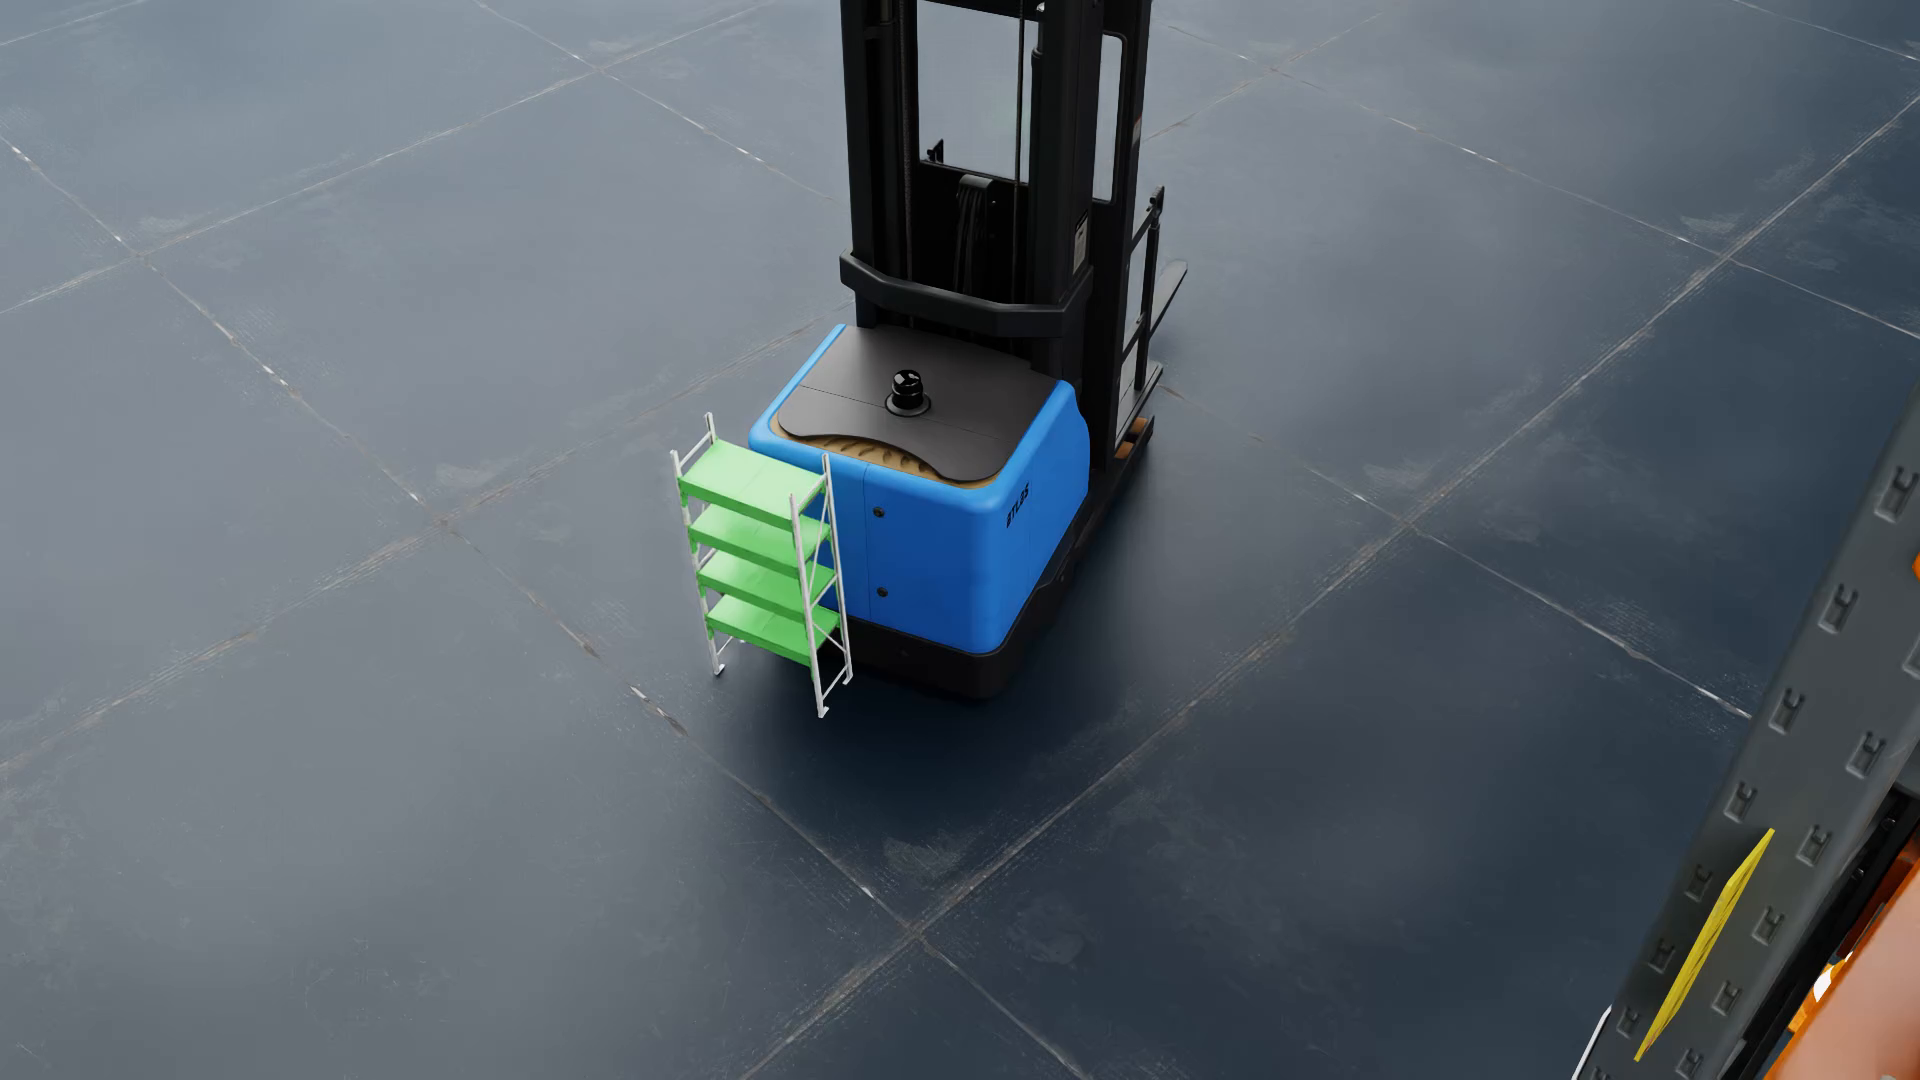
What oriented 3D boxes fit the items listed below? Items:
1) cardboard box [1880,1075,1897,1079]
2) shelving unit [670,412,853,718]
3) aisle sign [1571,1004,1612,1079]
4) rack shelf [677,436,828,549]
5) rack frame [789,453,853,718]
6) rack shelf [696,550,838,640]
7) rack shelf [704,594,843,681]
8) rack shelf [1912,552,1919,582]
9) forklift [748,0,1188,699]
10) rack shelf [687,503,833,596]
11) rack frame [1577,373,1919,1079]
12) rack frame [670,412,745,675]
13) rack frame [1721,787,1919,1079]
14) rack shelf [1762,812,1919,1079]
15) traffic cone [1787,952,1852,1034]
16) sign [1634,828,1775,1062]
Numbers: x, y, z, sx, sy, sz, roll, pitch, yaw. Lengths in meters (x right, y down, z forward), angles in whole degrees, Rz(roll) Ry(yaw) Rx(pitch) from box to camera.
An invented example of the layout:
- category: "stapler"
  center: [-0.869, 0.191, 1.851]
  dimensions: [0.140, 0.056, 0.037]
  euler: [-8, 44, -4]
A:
- category: "cardboard box"
  center: [1.159, 0.893, 2.048]
  dimensions: [0.380, 0.149, 0.250]
  euler: [-34, 53, -31]
- category: "shelving unit"
  center: [-0.721, 0.119, 6.227]
  dimensions: [0.503, 1.200, 0.258]
  euler: [20, 49, 20]
- category: "aisle sign"
  center: [0.891, 0.752, 2.311]
  dimensions: [0.394, 0.787, 0.004]
  euler: [-34, 53, -31]
- category: "rack shelf"
  center: [-0.731, -0.173, 5.931]
  dimensions: [0.480, 0.148, 0.258]
  euler: [20, 49, 20]
- category: "rack frame"
  center: [-0.505, 0.196, 6.143]
  dimensions: [0.015, 1.200, 0.240]
  euler: [20, 49, 20]
- category: "rack shelf"
  center: [-0.720, 0.164, 6.273]
  dimensions: [0.480, 0.148, 0.258]
  euler: [20, 49, 20]
- category: "rack shelf"
  center: [-0.714, 0.333, 6.443]
  dimensions: [0.480, 0.148, 0.258]
  euler: [20, 49, 20]
- category: "rack shelf"
  center: [2.567, 0.611, 0.491]
  dimensions: [1.077, 0.370, 4.000]
  euler: [-34, 53, -31]
- category: "forklift"
  center: [0.248, -1.467, 6.678]
  dimensions: [1.130, 2.935, 3.031]
  euler: [16, 45, 17]
- category: "rack shelf"
  center: [-0.725, -0.005, 6.102]
  dimensions: [0.480, 0.148, 0.258]
  euler: [20, 49, 20]
- category: "rack frame"
  center: [1.154, -0.616, 1.286]
  dimensions: [1.000, 3.000, 0.127]
  euler: [-34, 53, -31]
- category: "rack frame"
  center: [-0.937, 0.042, 6.311]
  dimensions: [0.015, 1.200, 0.240]
  euler: [20, 49, 20]
- category: "rack frame"
  center: [1.154, 1.587, 3.322]
  dimensions: [1.000, 3.000, 0.127]
  euler: [-34, 53, -31]
- category: "rack shelf"
  center: [2.567, 1.711, 1.508]
  dimensions: [1.077, 0.370, 4.000]
  euler: [-34, 53, -31]
- category: "traffic cone"
  center: [2.917, 1.412, 5.381]
  dimensions: [0.336, 0.463, 0.334]
  euler: [-34, 53, -31]
- category: "sign"
  center: [0.770, 0.425, 1.726]
  dimensions: [0.100, 0.325, 0.005]
  euler: [-34, 53, -31]
